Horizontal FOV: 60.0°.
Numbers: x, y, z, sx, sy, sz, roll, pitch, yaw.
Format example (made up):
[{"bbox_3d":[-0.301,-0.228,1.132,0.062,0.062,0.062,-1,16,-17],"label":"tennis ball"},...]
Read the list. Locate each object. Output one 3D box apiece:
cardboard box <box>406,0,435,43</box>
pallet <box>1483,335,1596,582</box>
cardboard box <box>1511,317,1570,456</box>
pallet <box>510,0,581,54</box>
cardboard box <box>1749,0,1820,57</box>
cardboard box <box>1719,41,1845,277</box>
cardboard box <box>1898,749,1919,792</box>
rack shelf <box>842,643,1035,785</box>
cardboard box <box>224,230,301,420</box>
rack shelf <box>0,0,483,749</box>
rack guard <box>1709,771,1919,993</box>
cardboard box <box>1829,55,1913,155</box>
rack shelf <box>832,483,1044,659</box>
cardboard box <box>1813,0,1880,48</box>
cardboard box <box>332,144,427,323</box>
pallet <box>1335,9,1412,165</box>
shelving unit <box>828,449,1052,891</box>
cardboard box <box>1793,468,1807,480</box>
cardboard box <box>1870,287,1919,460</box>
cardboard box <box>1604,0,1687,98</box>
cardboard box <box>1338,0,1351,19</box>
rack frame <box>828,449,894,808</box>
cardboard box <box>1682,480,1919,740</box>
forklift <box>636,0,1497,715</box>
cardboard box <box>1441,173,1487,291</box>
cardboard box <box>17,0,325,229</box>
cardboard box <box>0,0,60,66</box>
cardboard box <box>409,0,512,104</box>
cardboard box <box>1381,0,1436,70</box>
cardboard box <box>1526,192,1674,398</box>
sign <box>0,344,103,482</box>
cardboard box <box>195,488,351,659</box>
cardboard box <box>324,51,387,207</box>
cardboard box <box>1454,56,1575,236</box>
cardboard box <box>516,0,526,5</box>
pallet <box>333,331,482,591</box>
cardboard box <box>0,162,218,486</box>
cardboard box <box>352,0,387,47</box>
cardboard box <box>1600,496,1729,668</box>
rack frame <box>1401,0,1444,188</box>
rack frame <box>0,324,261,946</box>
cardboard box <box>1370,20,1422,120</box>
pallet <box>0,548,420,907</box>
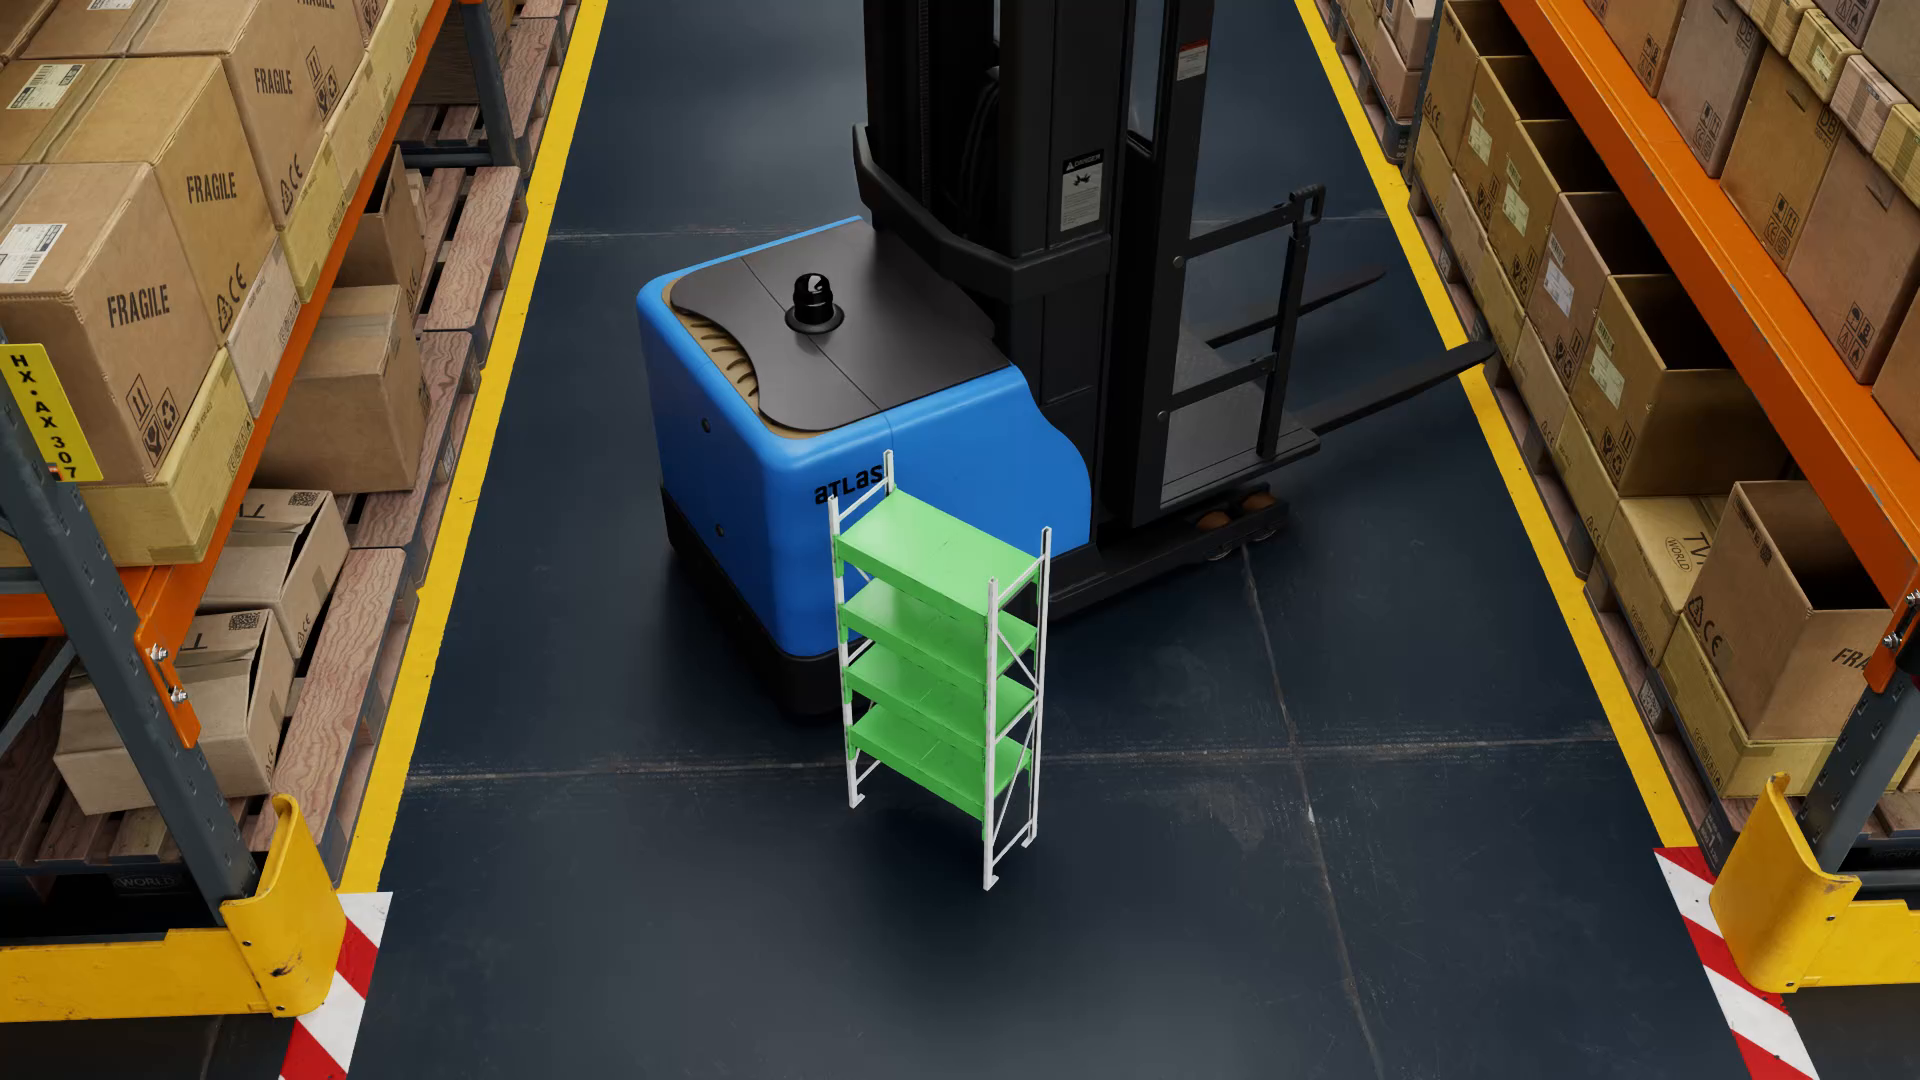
[{"bbox_3d":[-2.104,-1.906,5.706,0.500,0.250,0.500,-1,43,-2],"label":"cardboard box"},{"bbox_3d":[2.556,-0.355,5.981,1.003,0.211,1.213,-2,43,-2],"label":"pallet"},{"bbox_3d":[2.285,-0.553,5.858,0.500,0.250,0.500,-2,43,-2],"label":"cardboard box"},{"bbox_3d":[-2.529,-2.925,8.785,1.003,0.211,1.213,-2,43,-2],"label":"pallet"},{"bbox_3d":[2.416,-1.449,4.557,0.380,0.149,0.250,-1,43,-1],"label":"cardboard box"},{"bbox_3d":[2.629,-1.088,4.643,0.700,0.500,0.500,-1,43,-2],"label":"cardboard box"},{"bbox_3d":[2.878,0.444,4.770,0.500,0.250,0.500,-2,43,-2],"label":"cardboard box"},{"bbox_3d":[-0.052,0.425,4.493,0.480,0.148,0.258,27,49,26],"label":"rack shelf"},{"bbox_3d":[-2.010,-0.542,4.218,0.500,0.250,0.500,-3,43,-3],"label":"cardboard box"},{"bbox_3d":[-2.355,-0.987,5.139,1.077,0.370,4.000,-2,43,-2],"label":"rack shelf"},{"bbox_3d":[2.680,0.891,4.407,1.175,0.500,0.348,-2,43,-2],"label":"rack guard"},{"bbox_3d":[2.440,-1.094,4.169,0.380,0.149,0.250,-1,43,-1],"label":"cardboard box"},{"bbox_3d":[-0.052,0.071,4.169,0.480,0.148,0.258,27,49,26],"label":"rack shelf"},{"bbox_3d":[2.620,-1.608,4.250,0.700,0.500,0.500,-1,43,-2],"label":"cardboard box"},{"bbox_3d":[-2.356,-1.143,6.302,0.500,0.500,0.500,-5,43,-5],"label":"cardboard box"},{"bbox_3d":[2.439,-2.215,8.010,1.003,0.211,1.213,-2,43,-2],"label":"pallet"},{"bbox_3d":[-0.052,0.378,4.450,0.503,1.200,0.258,27,49,26],"label":"shelving unit"},{"bbox_3d":[2.855,-0.170,4.884,0.500,0.500,0.500,-2,43,-2],"label":"cardboard box"},{"bbox_3d":[2.672,-0.399,3.891,0.700,0.500,0.500,-2,43,-2],"label":"cardboard box"},{"bbox_3d":[2.580,-1.789,5.408,0.700,0.500,0.500,-1,43,-1],"label":"cardboard box"},{"bbox_3d":[2.160,-2.846,8.359,0.500,0.250,0.500,-1,43,-1],"label":"cardboard box"},{"bbox_3d":[-0.248,0.279,4.557,0.015,1.200,0.240,27,49,26],"label":"rack frame"},{"bbox_3d":[2.359,0.183,4.500,0.500,0.500,0.500,-2,43,-2],"label":"cardboard box"},{"bbox_3d":[0.536,-1.297,4.996,3.031,2.935,1.130,-22,47,-22],"label":"forklift"},{"bbox_3d":[2.242,-1.228,6.594,0.500,0.250,0.500,-2,43,-2],"label":"cardboard box"},{"bbox_3d":[-2.017,-1.144,4.319,0.500,0.500,0.500,-3,43,-3],"label":"cardboard box"},{"bbox_3d":[-2.540,-1.131,4.305,0.500,0.500,0.500,-3,43,-3],"label":"cardboard box"},{"bbox_3d":[-2.488,-2.339,7.606,0.700,0.500,0.500,0,43,0],"label":"cardboard box"},{"bbox_3d":[2.205,-2.360,7.414,0.500,0.311,0.500,-2,43,-2],"label":"cardboard box"},{"bbox_3d":[2.282,-0.830,5.604,0.500,0.500,0.500,-2,43,-2],"label":"cardboard box"},{"bbox_3d":[-1.728,-0.236,3.147,0.100,0.325,0.005,-2,43,-2],"label":"sign"},{"bbox_3d":[-2.234,0.073,5.115,0.500,0.311,0.500,2,43,2],"label":"cardboard box"},{"bbox_3d":[-2.045,-1.228,4.966,0.500,0.250,0.500,-1,43,-1],"label":"cardboard box"},{"bbox_3d":[2.245,-1.505,6.341,0.500,0.500,0.500,-2,43,-2],"label":"cardboard box"},{"bbox_3d":[-2.541,-3.032,8.362,0.700,0.500,0.500,-1,43,-1],"label":"cardboard box"},{"bbox_3d":[-2.321,-0.296,5.917,1.003,0.211,1.213,-2,43,-2],"label":"pallet"},{"bbox_3d":[-1.990,-0.461,3.574,0.500,0.500,0.500,-2,43,-2],"label":"cardboard box"},{"bbox_3d":[-2.073,-1.843,5.082,0.500,0.500,0.500,-3,43,-3],"label":"cardboard box"},{"bbox_3d":[2.328,0.122,5.121,0.500,0.250,0.500,-2,43,-2],"label":"cardboard box"},{"bbox_3d":[2.509,-2.747,6.527,1.000,3.000,0.127,-2,43,-2],"label":"rack frame"},{"bbox_3d":[-2.270,0.098,3.423,1.000,3.000,0.127,-2,43,-2],"label":"rack frame"},{"bbox_3d":[2.202,-2.159,7.610,0.500,0.250,0.500,-2,43,-2],"label":"cardboard box"},{"bbox_3d":[-2.273,0.526,5.020,1.003,0.211,1.213,-2,43,-2],"label":"pallet"}]
